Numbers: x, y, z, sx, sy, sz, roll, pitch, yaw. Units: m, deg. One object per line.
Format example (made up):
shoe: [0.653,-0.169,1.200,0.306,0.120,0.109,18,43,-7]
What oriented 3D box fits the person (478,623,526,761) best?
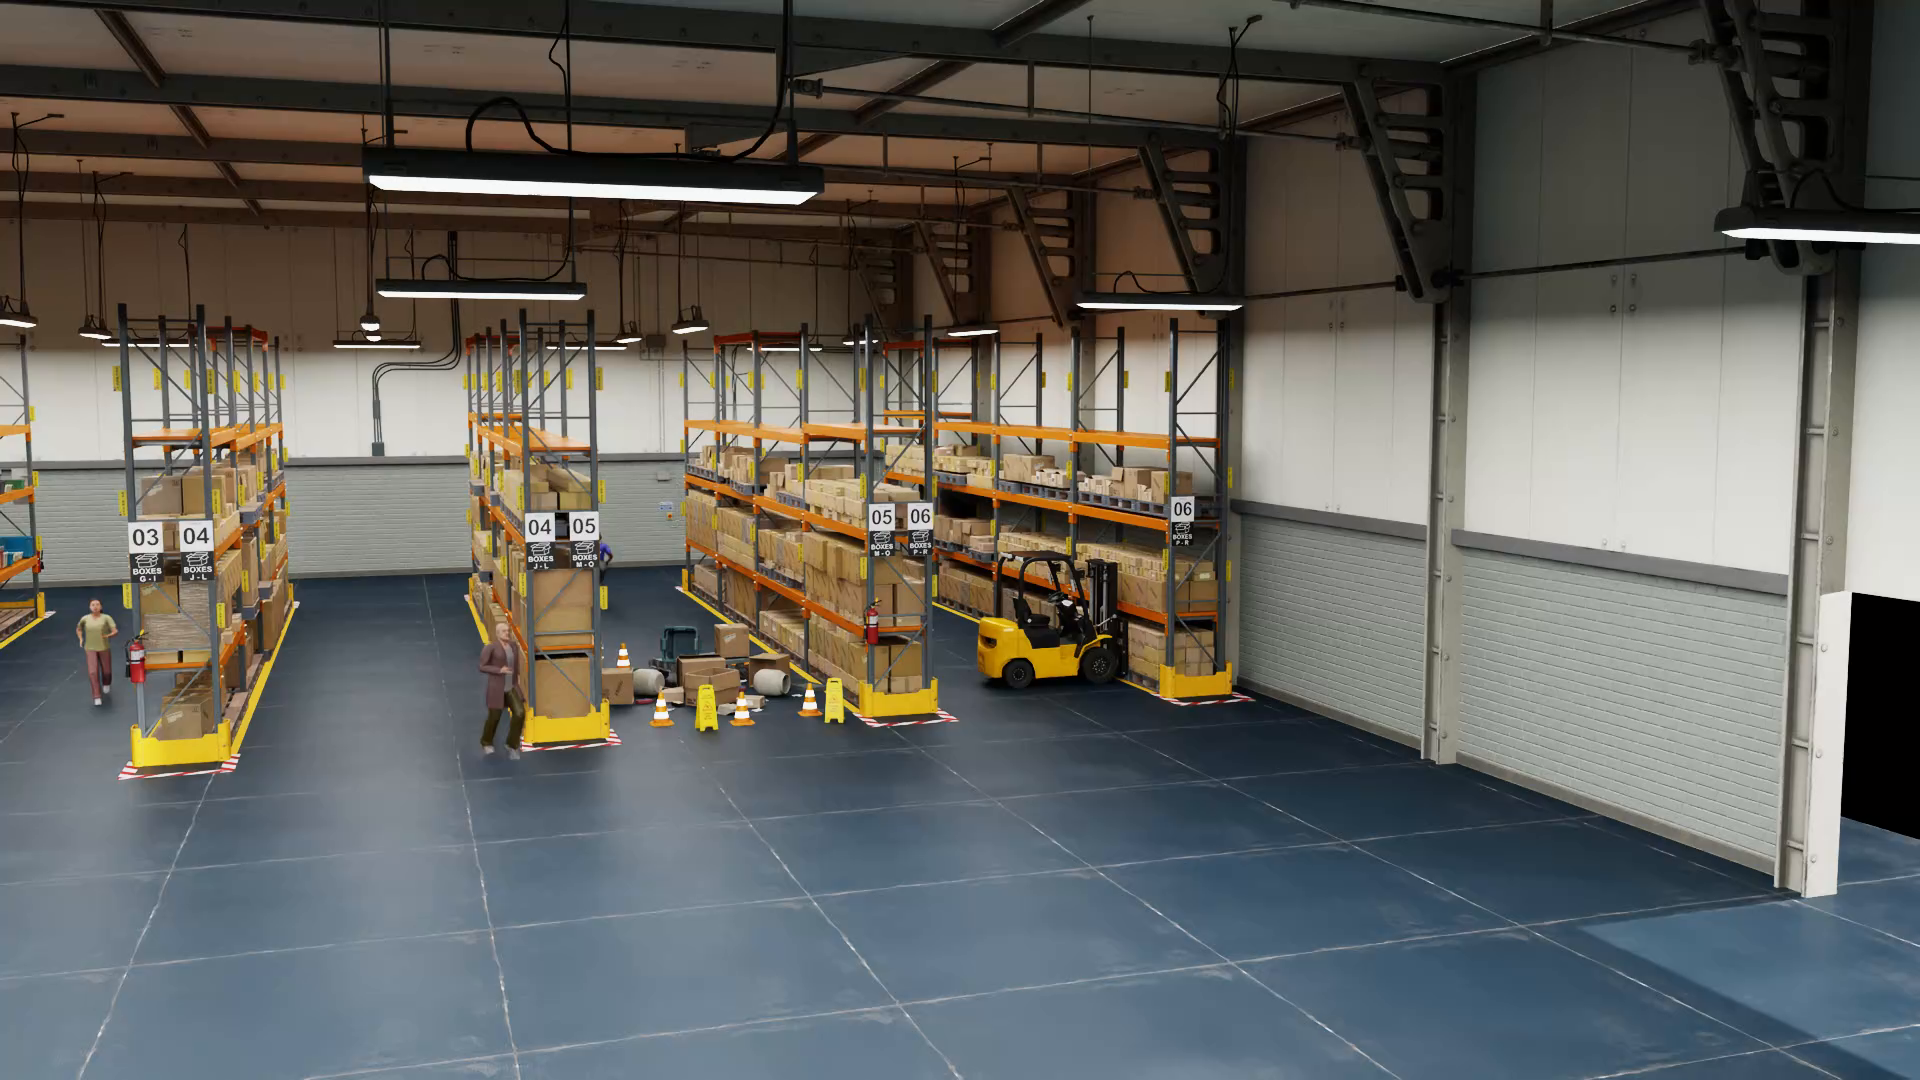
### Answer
person: [-6.097,2.029,22.174,0.758,1.850,0.707,5,8,44]

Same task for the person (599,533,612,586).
person: [-8.127,0.652,37.438,0.598,1.614,0.611,-2,6,-24]

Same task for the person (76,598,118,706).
person: [-13.476,1.719,25.982,0.590,1.640,0.859,-2,6,-24]
